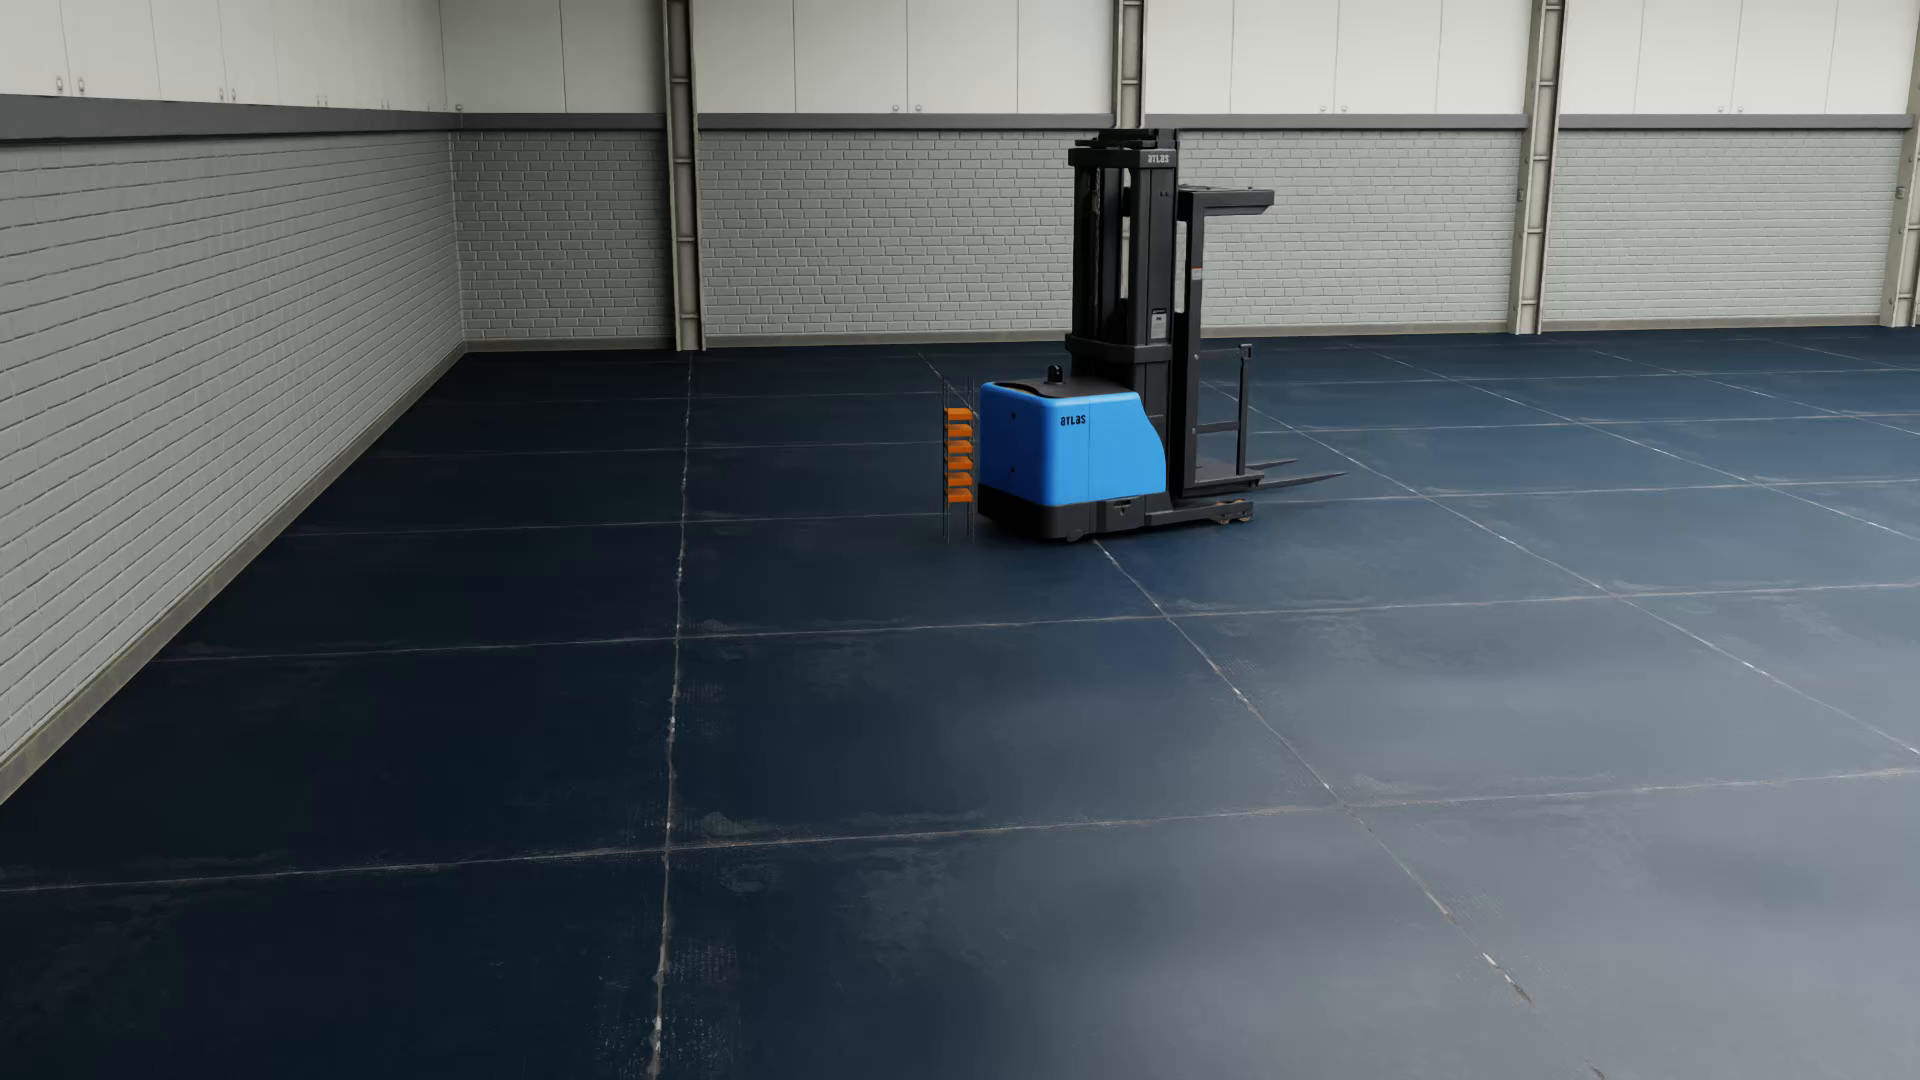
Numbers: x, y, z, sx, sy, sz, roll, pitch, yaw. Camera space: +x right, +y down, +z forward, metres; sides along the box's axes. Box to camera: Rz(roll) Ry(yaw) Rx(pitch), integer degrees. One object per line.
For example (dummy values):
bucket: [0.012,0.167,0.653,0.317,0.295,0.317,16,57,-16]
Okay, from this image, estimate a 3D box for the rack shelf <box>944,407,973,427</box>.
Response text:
rack shelf: [-0.014,-0.888,11.997,0.180,0.103,0.258,-2,14,-8]

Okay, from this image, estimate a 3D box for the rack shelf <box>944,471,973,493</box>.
rack shelf: [-0.014,-0.422,12.114,0.180,0.103,0.258,-2,14,-8]

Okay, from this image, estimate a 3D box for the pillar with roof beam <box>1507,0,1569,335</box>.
pillar with roof beam: [8.863,-6.351,19.048,0.400,9.000,9.100,-2,14,-8]

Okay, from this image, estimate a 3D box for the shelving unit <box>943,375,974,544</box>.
shelving unit: [-0.014,-0.581,12.074,0.189,1.200,0.258,-2,14,-8]

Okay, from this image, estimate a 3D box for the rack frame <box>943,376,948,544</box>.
rack frame: [-0.105,-0.578,12.061,0.006,1.200,0.240,-2,14,-8]

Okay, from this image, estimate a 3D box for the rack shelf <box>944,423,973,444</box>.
rack shelf: [-0.014,-0.771,12.026,0.180,0.103,0.258,-2,14,-8]

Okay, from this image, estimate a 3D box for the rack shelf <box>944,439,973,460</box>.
rack shelf: [-0.014,-0.655,12.055,0.180,0.103,0.258,-2,14,-8]

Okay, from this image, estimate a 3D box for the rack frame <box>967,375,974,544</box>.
rack frame: [0.076,-0.585,12.087,0.006,1.200,0.240,-2,14,-8]

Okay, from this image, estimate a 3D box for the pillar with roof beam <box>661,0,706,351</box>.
pillar with roof beam: [-3.003,-5.916,17.314,0.400,9.000,9.100,-2,14,-8]

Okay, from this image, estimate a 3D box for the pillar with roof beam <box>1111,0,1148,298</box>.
pillar with roof beam: [2.930,-6.134,18.181,0.400,9.000,9.100,-2,14,-8]

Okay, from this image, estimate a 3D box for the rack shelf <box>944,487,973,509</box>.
rack shelf: [-0.014,-0.306,12.143,0.180,0.103,0.258,-2,14,-8]

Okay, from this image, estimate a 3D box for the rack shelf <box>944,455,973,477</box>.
rack shelf: [-0.014,-0.538,12.085,0.180,0.103,0.258,-2,14,-8]

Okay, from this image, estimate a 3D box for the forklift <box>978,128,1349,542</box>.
forklift: [1.674,-1.643,12.749,3.031,2.935,1.130,-8,16,-28]

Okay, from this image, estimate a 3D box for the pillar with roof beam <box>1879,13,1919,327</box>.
pillar with roof beam: [14.796,-6.569,19.915,0.400,9.000,9.100,-2,14,-8]
